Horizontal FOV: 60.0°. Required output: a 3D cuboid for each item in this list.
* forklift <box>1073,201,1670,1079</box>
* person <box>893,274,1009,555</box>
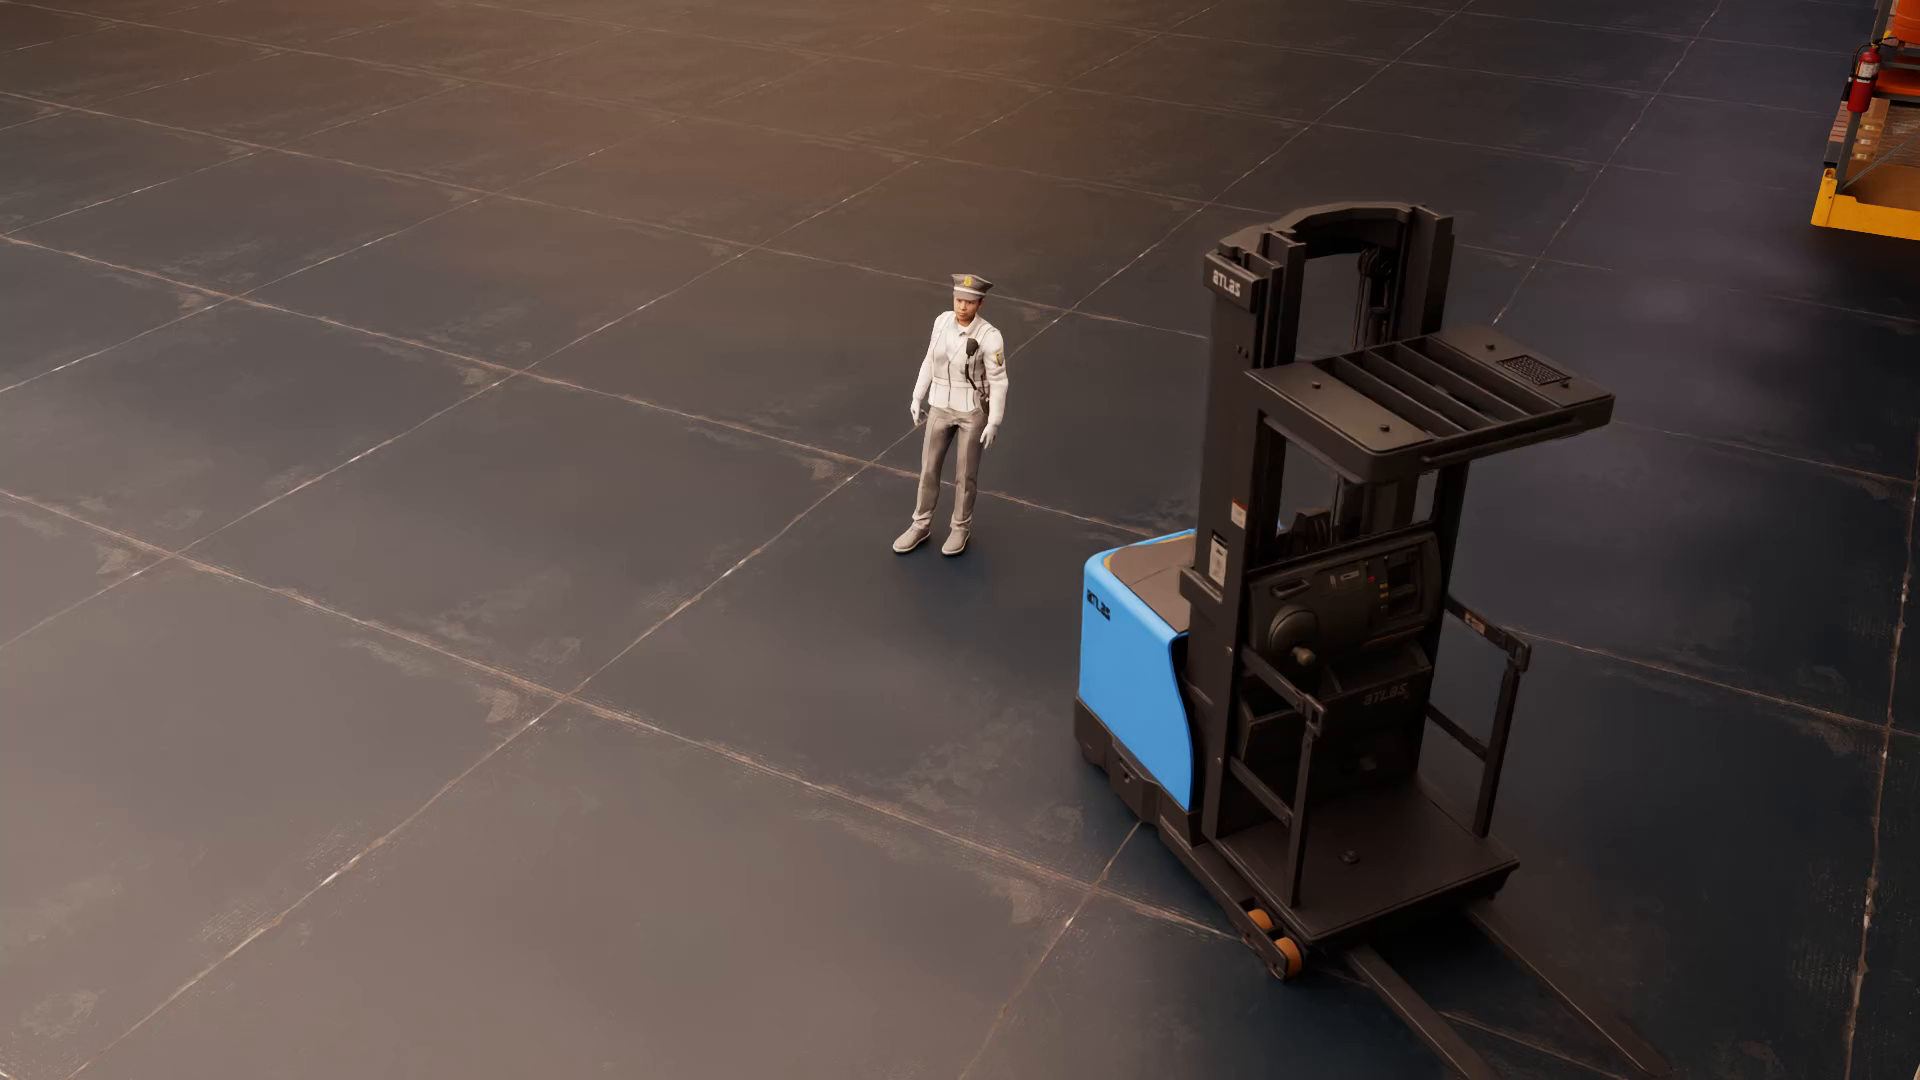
[{"bbox_3d":[1.661,0.288,6.571,1.130,2.935,3.031,-14,33,-22],"label":"forklift"},{"bbox_3d":[-0.040,-0.712,9.527,0.586,1.694,0.530,15,33,25],"label":"person"}]
